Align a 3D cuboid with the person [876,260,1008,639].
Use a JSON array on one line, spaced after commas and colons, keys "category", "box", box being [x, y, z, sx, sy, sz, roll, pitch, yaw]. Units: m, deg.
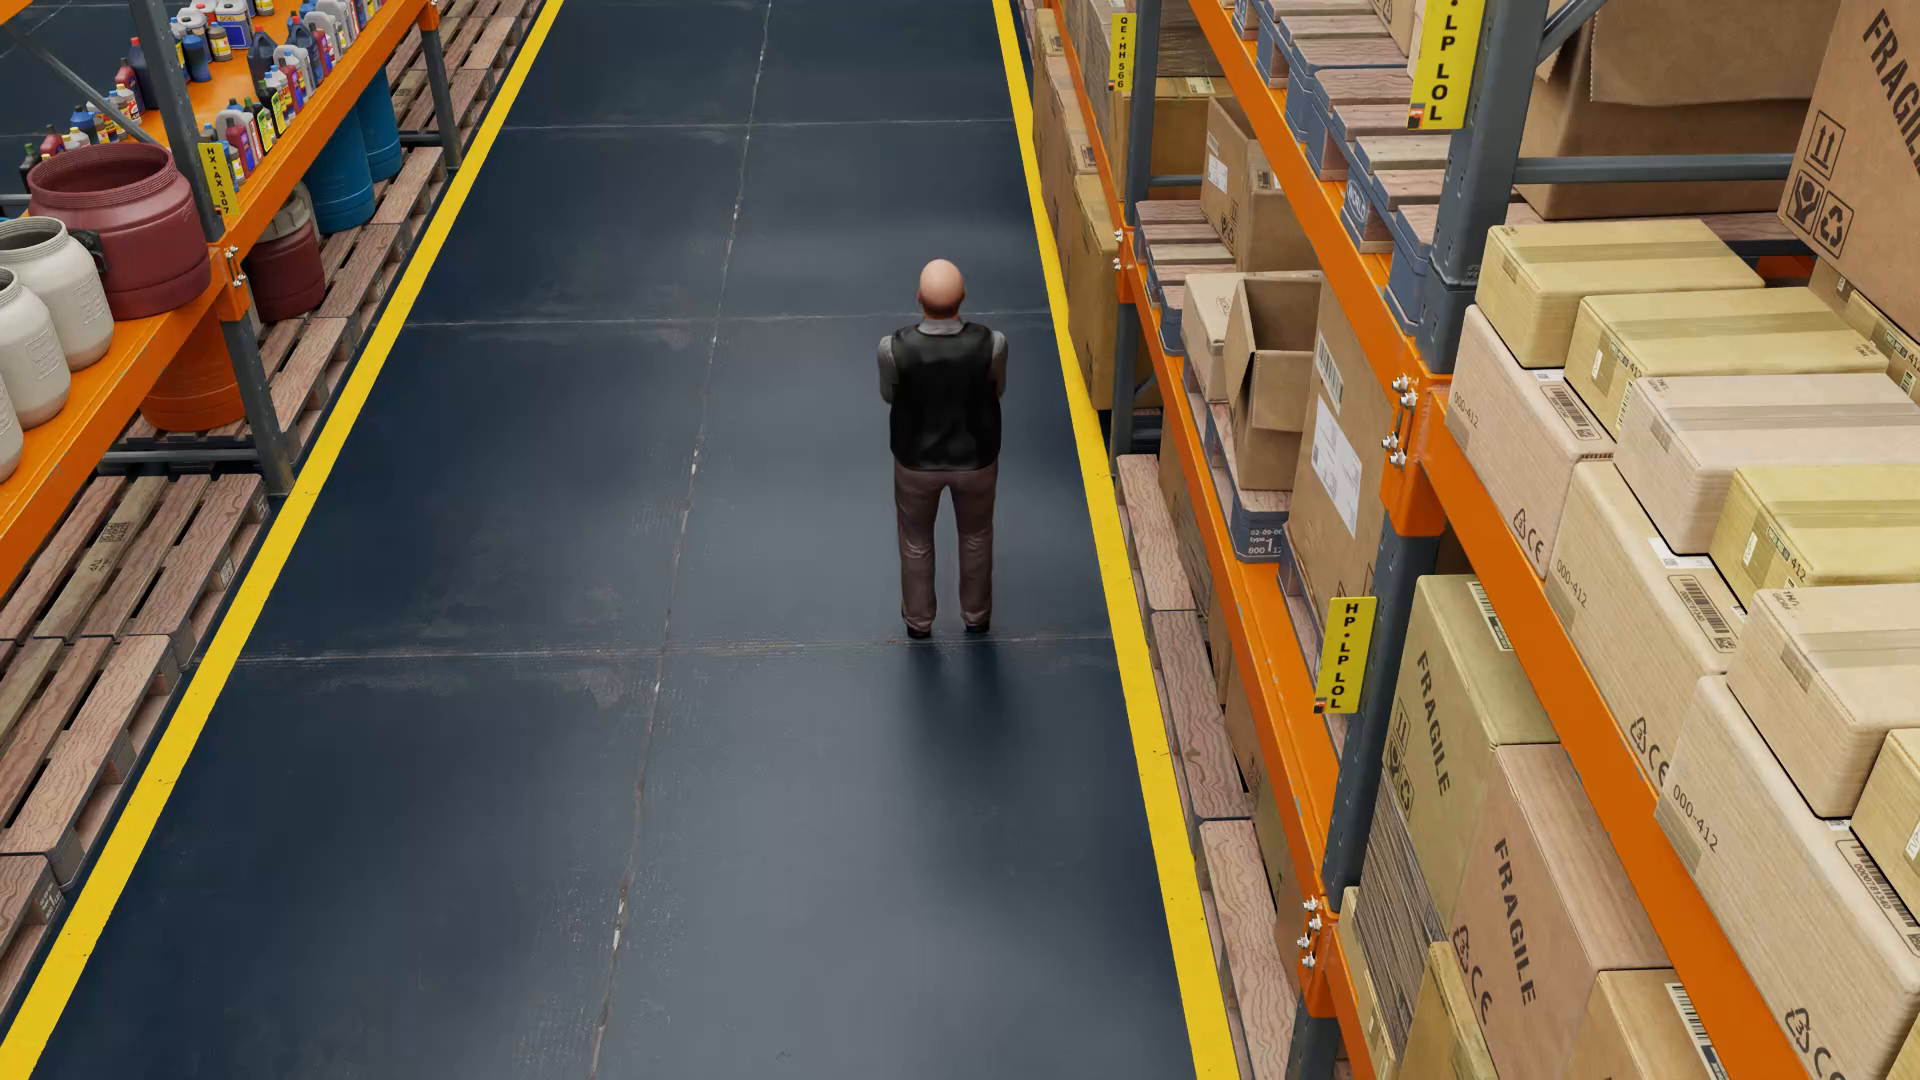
[{"category": "person", "box": [-0.071, -0.386, 6.717, 0.508, 1.722, 0.547, -2, 35, -2]}]
